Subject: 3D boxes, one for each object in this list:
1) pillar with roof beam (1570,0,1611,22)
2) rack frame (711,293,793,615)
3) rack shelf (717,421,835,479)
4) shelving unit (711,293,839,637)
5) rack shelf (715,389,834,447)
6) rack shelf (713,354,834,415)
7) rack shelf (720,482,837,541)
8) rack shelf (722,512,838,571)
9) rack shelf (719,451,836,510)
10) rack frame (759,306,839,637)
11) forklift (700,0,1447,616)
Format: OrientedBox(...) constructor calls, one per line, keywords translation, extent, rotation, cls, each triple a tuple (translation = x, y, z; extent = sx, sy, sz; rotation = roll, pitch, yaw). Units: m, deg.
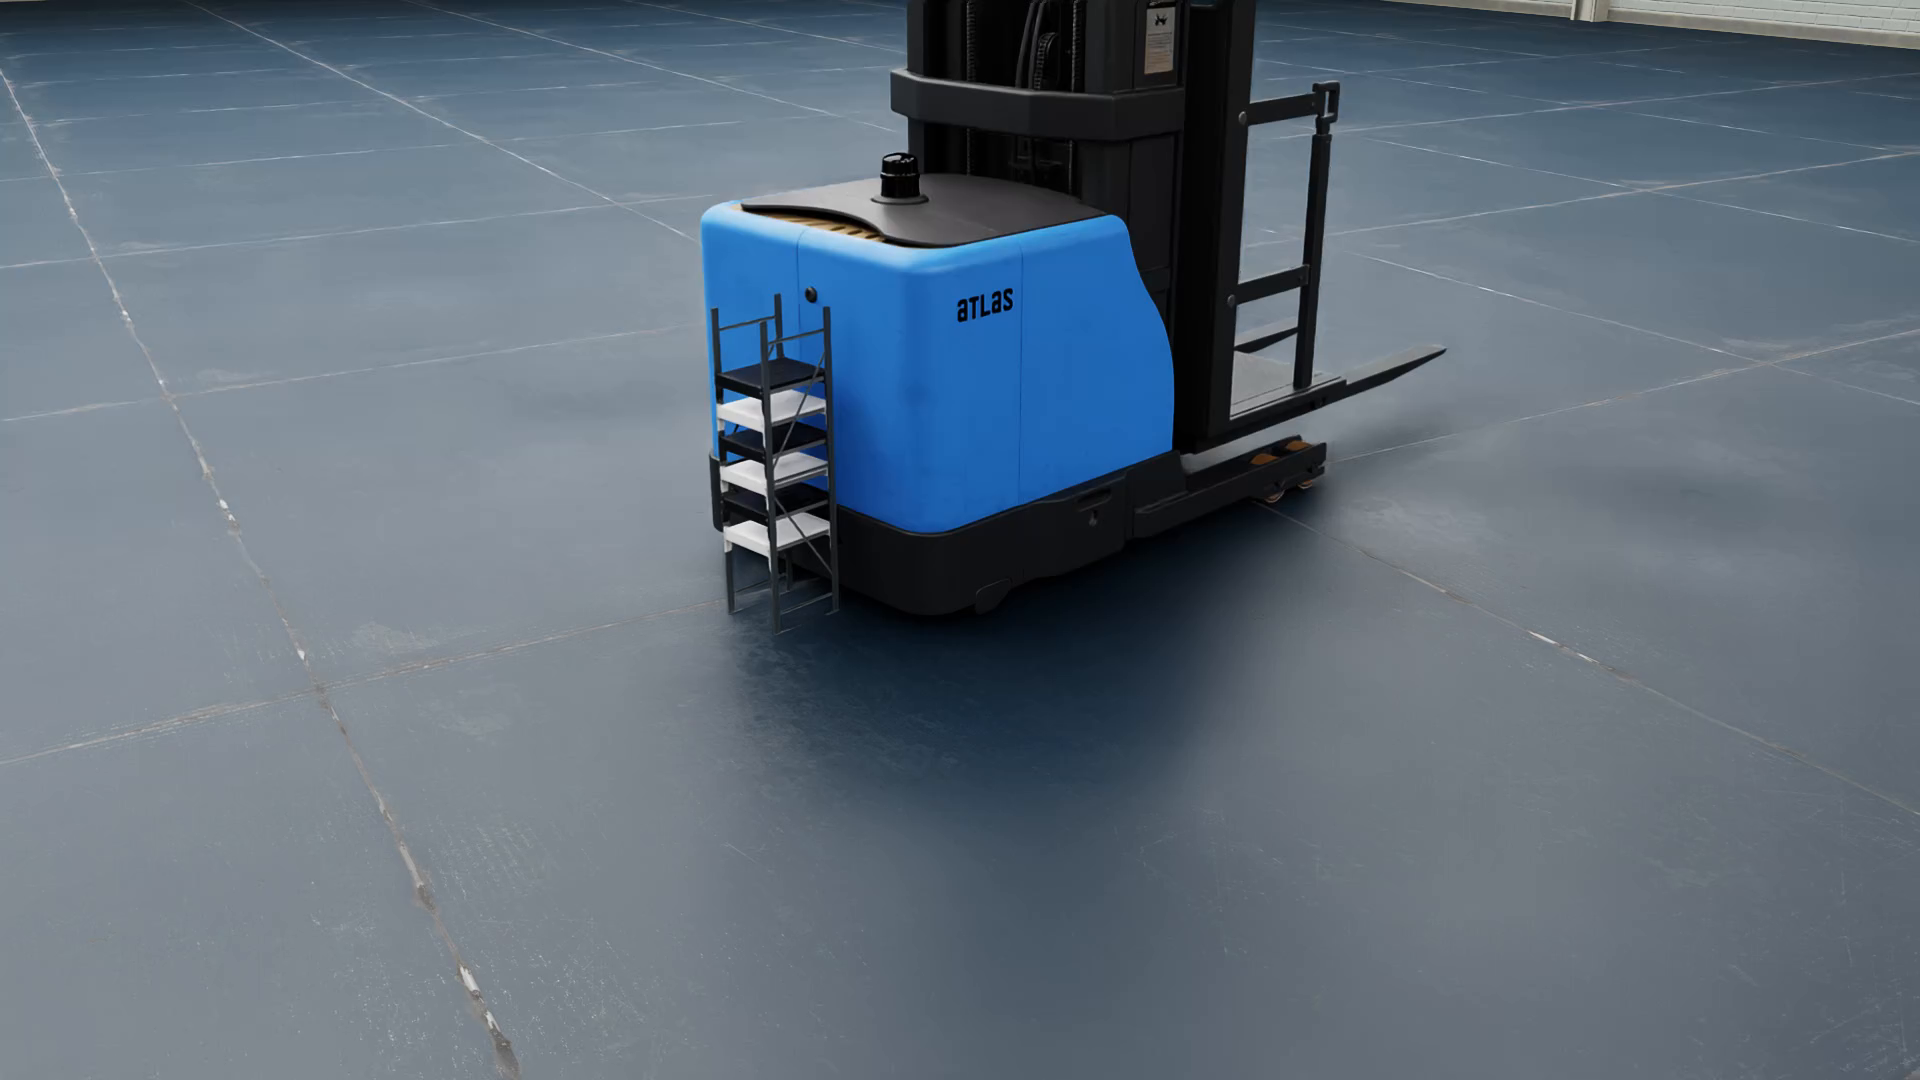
OrientedBox(translation=(4.992, -10.522, 19.248), extent=(9.100, 9.000, 0.400), rotation=(-13, 25, -28), cls="pillar with roof beam")
OrientedBox(translation=(-0.581, -0.233, 4.691), extent=(0.006, 0.900, 0.240), rotation=(20, 30, 40), cls="rack frame")
OrientedBox(translation=(-0.508, -0.259, 4.604), extent=(0.200, 0.077, 0.258), rotation=(20, 30, 40), cls="rack shelf")
OrientedBox(translation=(-0.508, -0.207, 4.625), extent=(0.210, 0.900, 0.258), rotation=(20, 30, 40), cls="shelving unit")
OrientedBox(translation=(-0.508, -0.343, 4.570), extent=(0.200, 0.077, 0.258), rotation=(20, 30, 40), cls="rack shelf")
OrientedBox(translation=(-0.508, -0.426, 4.536), extent=(0.200, 0.077, 0.258), rotation=(20, 30, 40), cls="rack shelf")
OrientedBox(translation=(-0.508, -0.092, 4.671), extent=(0.200, 0.077, 0.258), rotation=(20, 30, 40), cls="rack shelf")
OrientedBox(translation=(-0.508, -0.009, 4.705), extent=(0.200, 0.077, 0.258), rotation=(20, 30, 40), cls="rack shelf")
OrientedBox(translation=(-0.508, -0.176, 4.637), extent=(0.200, 0.077, 0.258), rotation=(20, 30, 40), cls="rack shelf")
OrientedBox(translation=(-0.435, -0.180, 4.559), extent=(0.006, 0.900, 0.240), rotation=(20, 30, 40), cls="rack frame")
OrientedBox(translation=(0.623, -1.605, 5.368), extent=(3.031, 2.935, 1.130), rotation=(-20, 30, -41), cls="forklift")
